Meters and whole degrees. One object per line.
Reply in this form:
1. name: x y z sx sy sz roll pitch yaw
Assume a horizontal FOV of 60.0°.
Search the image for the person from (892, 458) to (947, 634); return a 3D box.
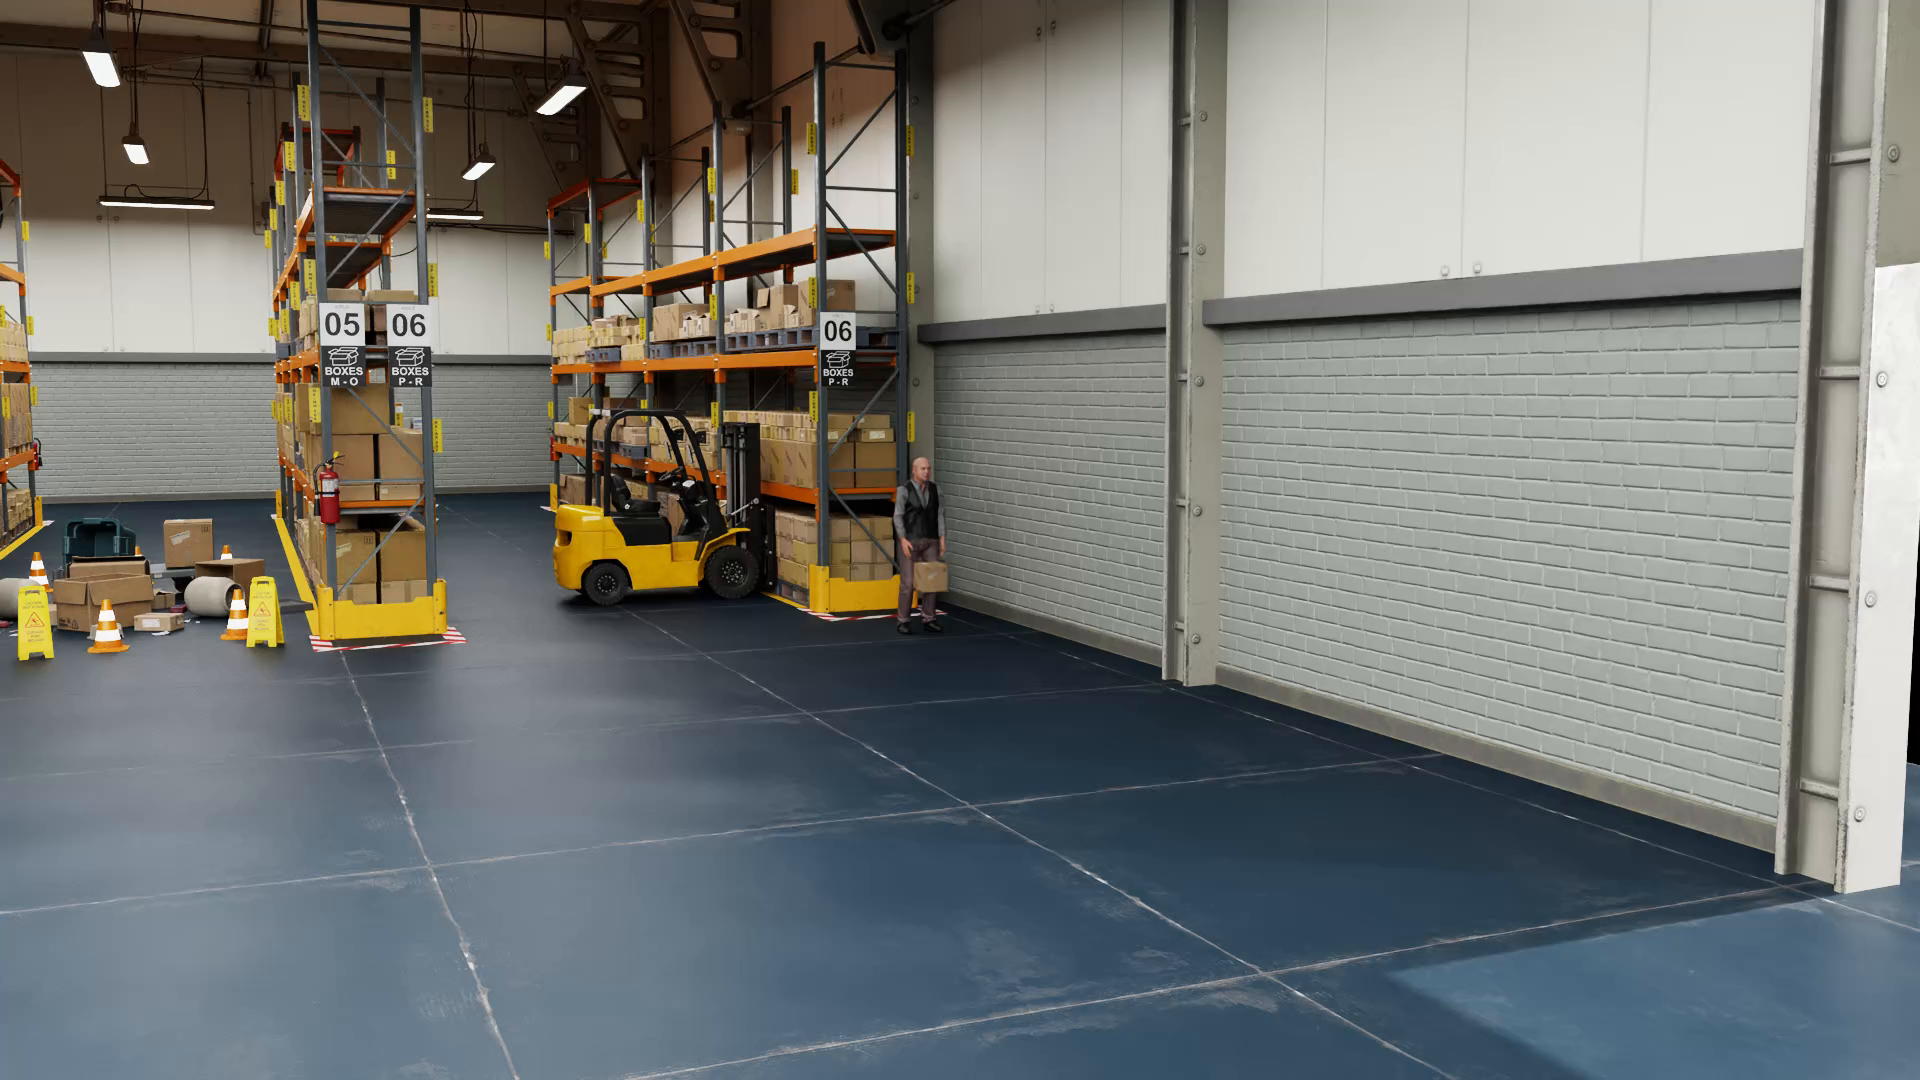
1. person: -0.394 0.098 16.408 0.579 1.613 0.421 -3 6 -26
